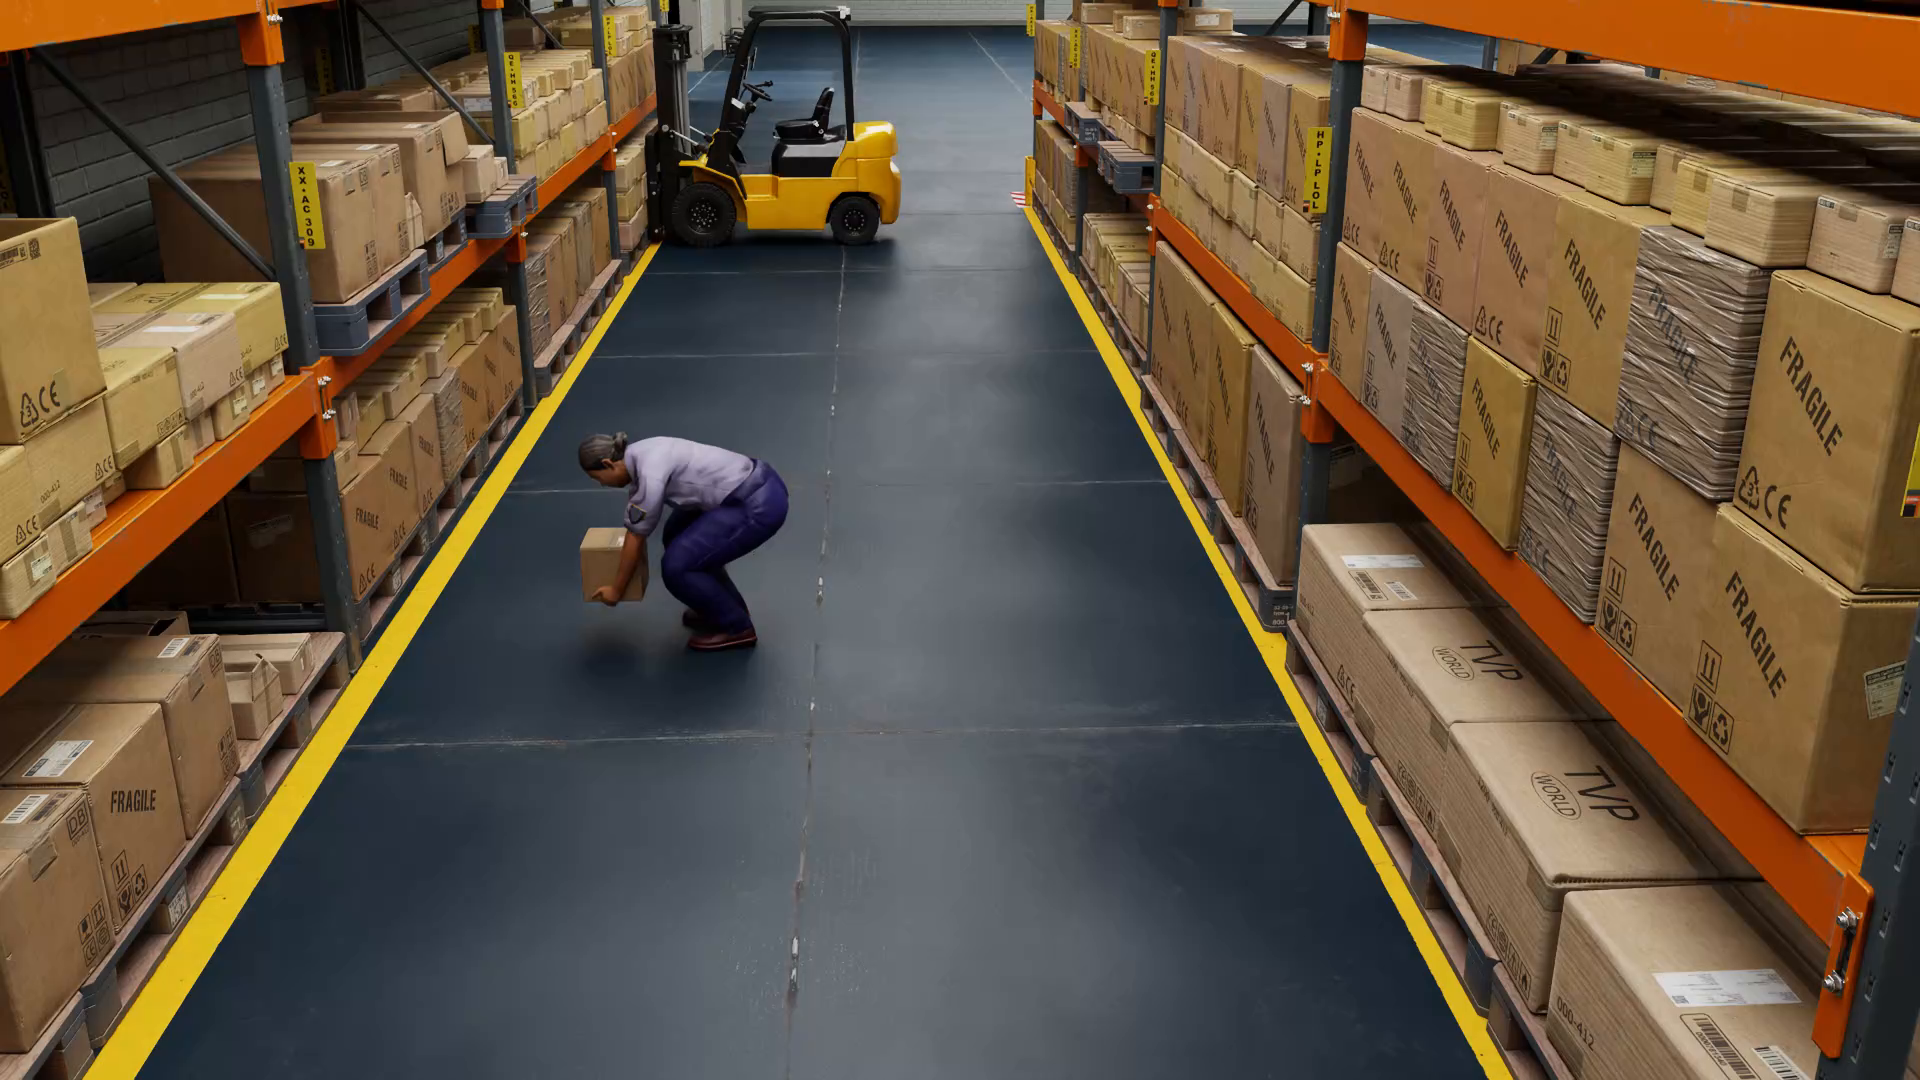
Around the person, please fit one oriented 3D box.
[{"bbox_3d":[-1.208,-0.019,7.172,0.801,0.938,0.515,-2,21,-5],"label":"person"}]
